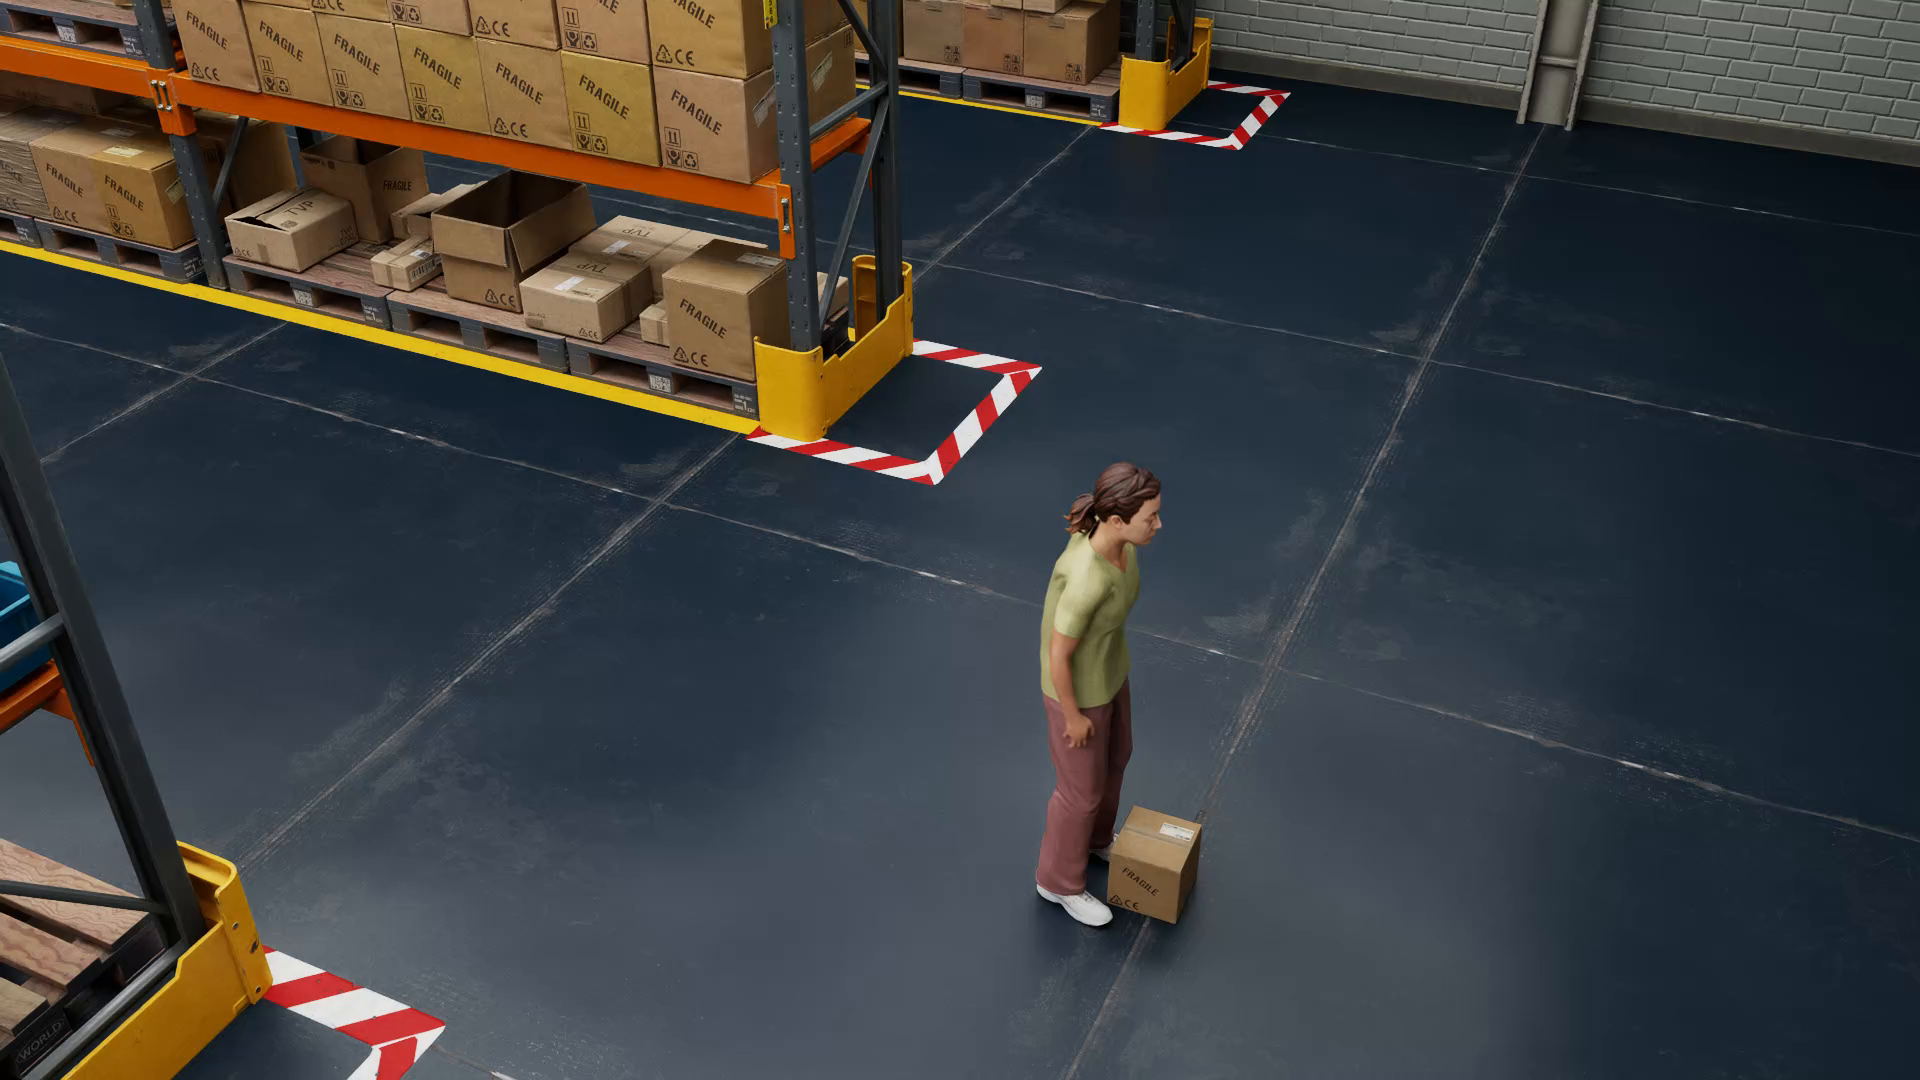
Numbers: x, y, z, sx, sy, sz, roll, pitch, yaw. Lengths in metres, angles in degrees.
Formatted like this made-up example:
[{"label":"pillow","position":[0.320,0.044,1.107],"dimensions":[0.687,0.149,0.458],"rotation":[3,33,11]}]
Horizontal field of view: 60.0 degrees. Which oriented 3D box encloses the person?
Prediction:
[{"label":"person","position":[0.447,0.474,5.435],"dimensions":[0.353,1.672,0.508],"rotation":[14,36,19]}]
